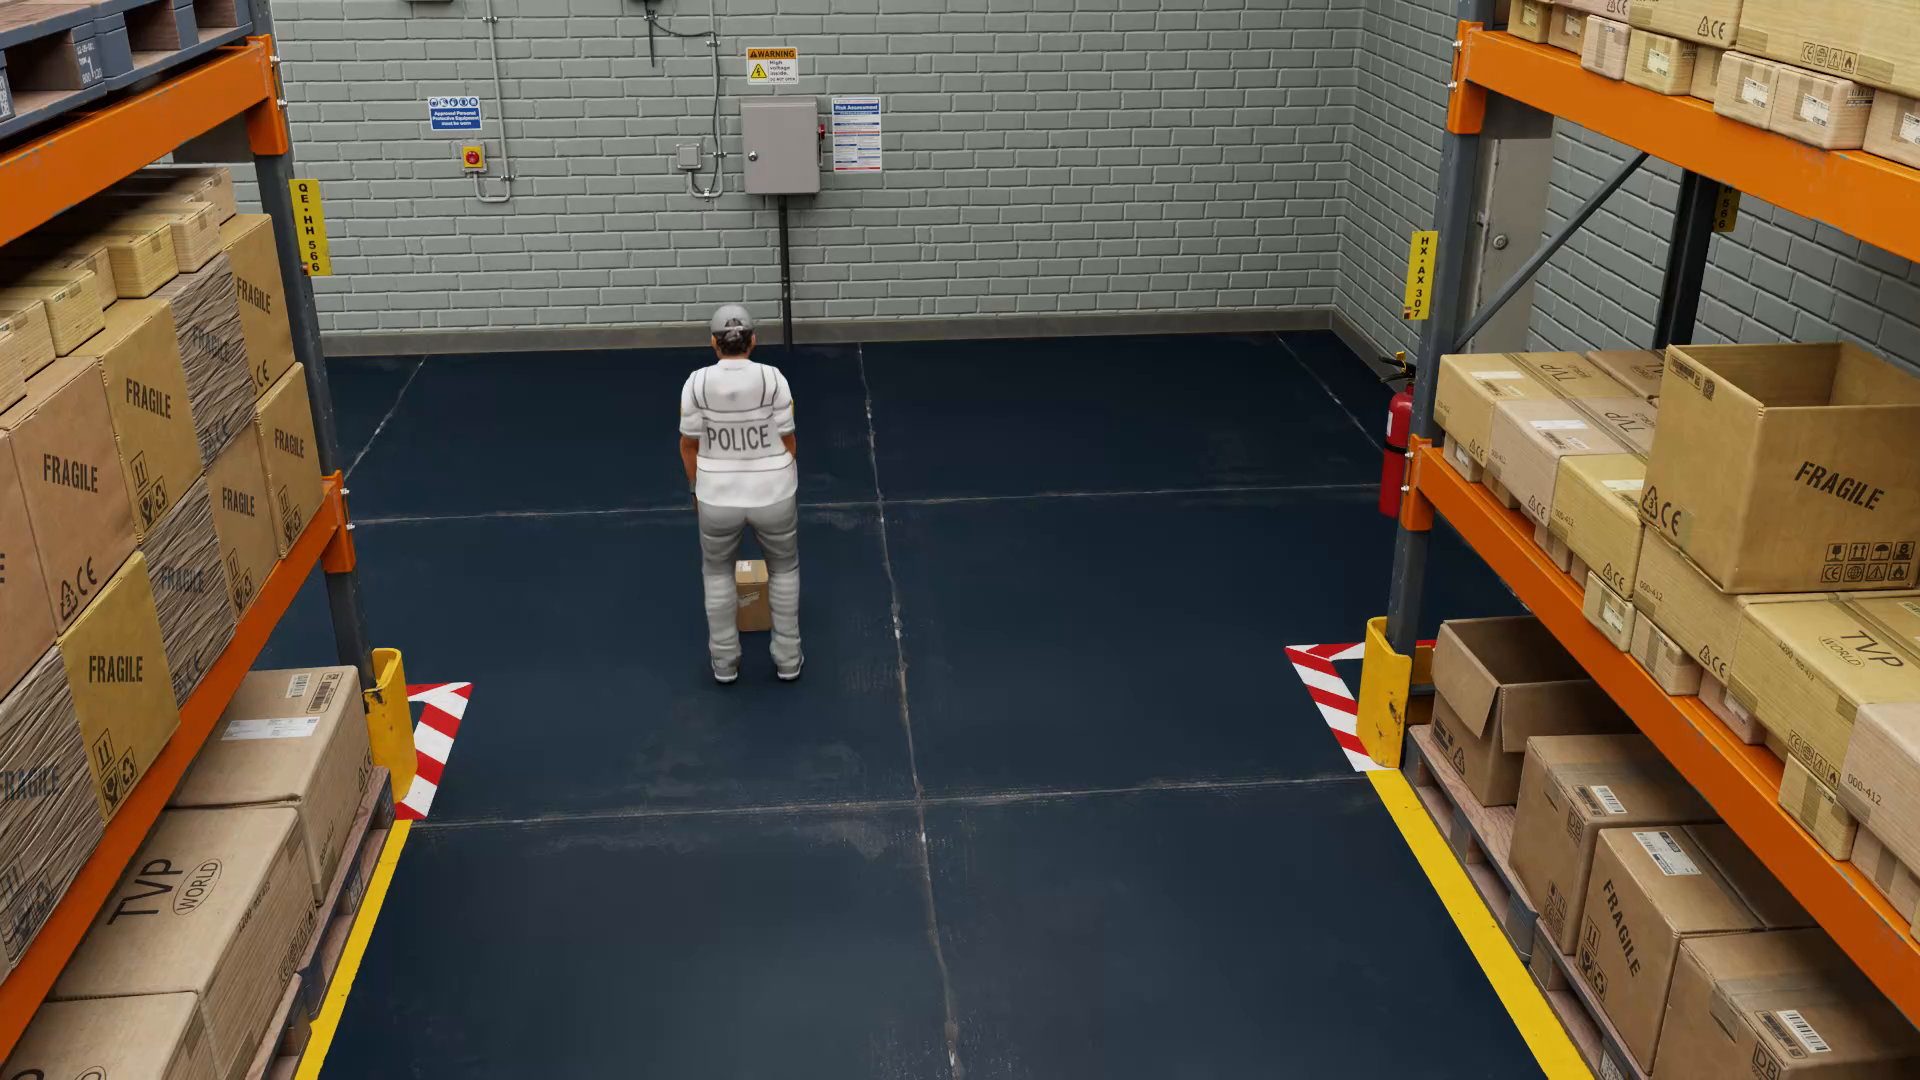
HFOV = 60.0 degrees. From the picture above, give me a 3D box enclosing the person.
[{"bbox_3d":[-0.924,-0.176,7.037,0.483,1.643,0.429,-2,24,-4],"label":"person"}]
